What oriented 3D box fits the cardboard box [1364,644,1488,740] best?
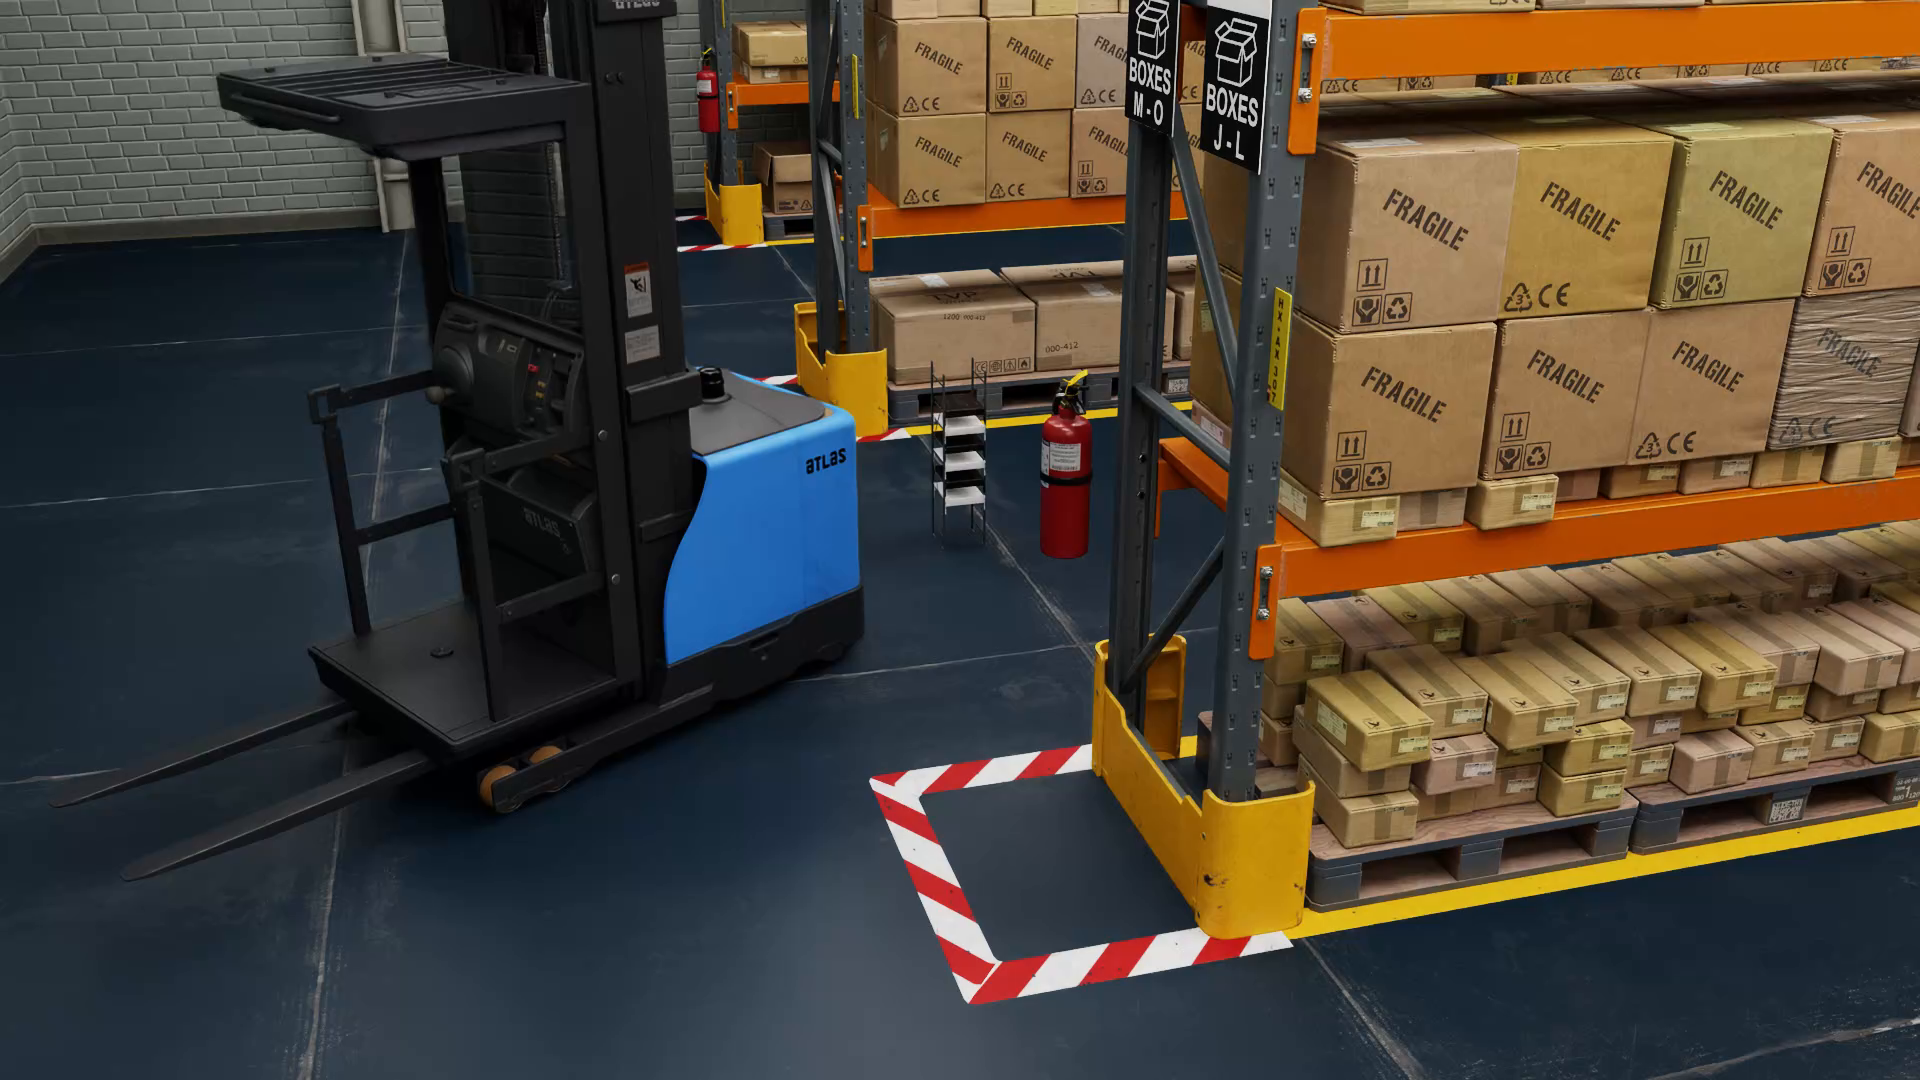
[{"bbox_3d":[1.558,0.509,5.588,0.250,0.149,0.380,-6,24,-13],"label":"cardboard box"}]

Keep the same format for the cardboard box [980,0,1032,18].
[{"bbox_3d":[0.226,-2.977,9.166,0.250,0.149,0.380,-6,24,-13],"label":"cardboard box"}]

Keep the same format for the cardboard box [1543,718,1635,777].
[{"bbox_3d":[2.070,0.636,5.670,0.250,0.149,0.380,-6,24,-13],"label":"cardboard box"}]

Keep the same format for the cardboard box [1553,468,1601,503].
[{"bbox_3d":[1.849,-0.258,5.366,0.250,0.149,0.380,-5,24,-12],"label":"cardboard box"}]

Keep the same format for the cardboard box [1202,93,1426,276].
[{"bbox_3d":[1.102,-1.118,5.280,0.500,0.500,0.500,-7,24,-15],"label":"cardboard box"}]

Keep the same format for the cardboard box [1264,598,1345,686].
[{"bbox_3d":[1.170,0.358,5.939,0.250,0.149,0.380,-6,24,-14],"label":"cardboard box"}]

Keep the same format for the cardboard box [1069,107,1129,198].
[{"bbox_3d":[0.808,-2.301,9.682,0.500,0.500,0.500,-6,24,-15],"label":"cardboard box"}]

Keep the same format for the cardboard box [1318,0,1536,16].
[{"bbox_3d":[1.230,-1.593,4.545,0.500,0.250,0.500,-5,24,-12],"label":"cardboard box"}]

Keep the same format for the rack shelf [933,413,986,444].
[{"bbox_3d":[-0.008,-0.547,8.013,0.200,0.077,0.258,-6,24,-14],"label":"rack shelf"}]

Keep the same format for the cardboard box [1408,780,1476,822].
[{"bbox_3d":[1.550,0.791,5.685,0.250,0.149,0.380,-6,24,-15],"label":"cardboard box"}]

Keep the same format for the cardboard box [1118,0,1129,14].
[{"bbox_3d":[0.964,-3.070,9.384,0.250,0.149,0.380,-6,24,-14],"label":"cardboard box"}]

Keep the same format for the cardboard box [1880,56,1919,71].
[{"bbox_3d":[6.078,-3.347,10.851,0.500,0.500,0.500,-6,24,-13],"label":"cardboard box"}]

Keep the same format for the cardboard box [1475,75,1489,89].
[{"bbox_3d":[3.505,-2.927,10.825,0.500,0.250,0.500,-6,24,-14],"label":"cardboard box"}]

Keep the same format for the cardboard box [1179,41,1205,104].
[{"bbox_3d":[1.303,-2.819,9.620,0.500,0.500,0.500,-6,24,-14],"label":"cardboard box"}]

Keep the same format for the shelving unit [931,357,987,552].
[{"bbox_3d":[-0.008,-0.413,8.071,0.210,0.900,0.258,-6,24,-14],"label":"shelving unit"}]

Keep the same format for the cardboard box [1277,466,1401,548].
[{"bbox_3d":[1.129,-0.127,5.061,0.250,0.149,0.380,-7,24,-15],"label":"cardboard box"}]

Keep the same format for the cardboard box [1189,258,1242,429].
[{"bbox_3d":[1.092,-0.661,5.482,0.500,0.500,0.500,-6,24,-13],"label":"cardboard box"}]

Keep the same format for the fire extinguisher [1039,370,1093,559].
[{"bbox_3d":[0.362,-0.274,5.656,0.183,0.674,0.296,-6,24,-14],"label":"fire extinguisher"}]

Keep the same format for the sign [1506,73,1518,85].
[{"bbox_3d":[3.297,-2.851,9.892,0.005,0.325,0.100,-6,24,-14],"label":"sign"}]

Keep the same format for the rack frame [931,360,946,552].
[{"bbox_3d":[-0.106,-0.402,8.045,0.006,0.900,0.240,-6,24,-14],"label":"rack frame"}]

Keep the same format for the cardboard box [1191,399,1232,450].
[{"bbox_3d":[0.967,-0.359,5.602,0.250,0.149,0.380,-6,24,-14],"label":"cardboard box"}]

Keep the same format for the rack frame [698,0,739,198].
[{"bbox_3d":[-2.050,-4.085,13.967,0.127,3.000,1.000,-6,24,-14],"label":"rack frame"}]

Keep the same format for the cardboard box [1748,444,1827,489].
[{"bbox_3d":[2.618,-0.313,5.494,0.250,0.149,0.380,-5,24,-12],"label":"cardboard box"}]

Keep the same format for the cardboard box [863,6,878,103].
[{"bbox_3d":[-0.306,-2.849,9.690,0.500,0.500,0.500,-6,24,-13],"label":"cardboard box"}]

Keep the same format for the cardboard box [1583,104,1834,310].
[{"bbox_3d":[2.224,-1.025,5.063,0.500,0.500,0.500,-7,24,-16],"label":"cardboard box"}]

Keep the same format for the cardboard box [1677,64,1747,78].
[{"bbox_3d":[4.613,-3.188,10.480,0.500,0.500,0.500,-7,24,-16],"label":"cardboard box"}]

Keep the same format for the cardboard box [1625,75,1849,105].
[{"bbox_3d":[2.597,-1.288,5.677,0.500,0.500,0.500,-7,24,-16],"label":"cardboard box"}]

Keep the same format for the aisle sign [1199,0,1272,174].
[{"bbox_3d":[0.740,-1.406,4.425,0.004,0.787,0.394,-6,24,-14],"label":"aisle sign"}]

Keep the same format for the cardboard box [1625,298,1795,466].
[{"bbox_3d":[2.219,-0.572,5.276,0.500,0.500,0.500,-6,24,-14],"label":"cardboard box"}]

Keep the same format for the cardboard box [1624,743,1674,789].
[{"bbox_3d":[2.283,0.713,5.867,0.250,0.149,0.380,-6,24,-14],"label":"cardboard box"}]

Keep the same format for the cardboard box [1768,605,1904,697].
[{"bbox_3d":[3.072,0.388,5.869,0.250,0.149,0.380,-7,24,-16],"label":"cardboard box"}]

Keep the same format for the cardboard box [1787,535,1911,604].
[{"bbox_3d":[3.436,0.132,6.467,0.250,0.149,0.380,-7,24,-16],"label":"cardboard box"}]

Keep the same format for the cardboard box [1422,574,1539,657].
[{"bbox_3d":[1.909,0.274,6.136,0.250,0.149,0.380,-7,24,-16],"label":"cardboard box"}]

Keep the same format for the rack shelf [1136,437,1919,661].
[{"bbox_3d":[2.655,-0.215,5.860,4.000,0.370,1.077,-6,24,-14],"label":"rack shelf"}]

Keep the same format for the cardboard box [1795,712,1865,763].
[{"bbox_3d":[3.029,0.642,6.033,0.250,0.149,0.380,-6,24,-13],"label":"cardboard box"}]

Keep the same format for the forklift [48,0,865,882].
[{"bbox_3d":[-1.796,-0.596,5.921,1.130,2.935,3.031,21,31,40],"label":"forklift"}]

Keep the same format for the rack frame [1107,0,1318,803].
[{"bbox_3d":[0.729,-0.333,5.222,0.127,3.000,1.000,-6,24,-14],"label":"rack frame"}]

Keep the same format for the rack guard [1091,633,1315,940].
[{"bbox_3d":[0.802,0.808,5.733,0.348,0.500,1.175,-6,24,-14],"label":"rack guard"}]

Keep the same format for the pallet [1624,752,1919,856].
[{"bbox_3d":[2.766,0.739,6.260,1.213,0.211,1.003,-6,24,-14],"label":"pallet"}]

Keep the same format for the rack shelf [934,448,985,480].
[{"bbox_3d":[-0.008,-0.382,8.084,0.200,0.077,0.258,-6,24,-14],"label":"rack shelf"}]

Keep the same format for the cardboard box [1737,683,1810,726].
[{"bbox_3d":[2.812,0.502,5.982,0.250,0.149,0.380,-5,24,-12],"label":"cardboard box"}]

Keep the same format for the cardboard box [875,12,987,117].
[{"bbox_3d":[-0.166,-2.650,9.227,0.500,0.500,0.500,-7,24,-16],"label":"cardboard box"}]

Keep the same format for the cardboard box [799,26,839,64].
[{"bbox_3d":[-1.055,-4.153,13.938,0.500,0.250,0.500,-6,24,-14],"label":"cardboard box"}]

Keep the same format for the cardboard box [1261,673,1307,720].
[{"bbox_3d":[1.160,0.483,6.026,0.250,0.149,0.380,-7,24,-16],"label":"cardboard box"}]

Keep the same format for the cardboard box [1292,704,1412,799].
[{"bbox_3d":[1.303,0.689,5.545,0.250,0.149,0.380,-5,24,-12],"label":"cardboard box"}]

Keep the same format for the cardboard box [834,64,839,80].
[{"bbox_3d":[-1.183,-3.987,14.056,0.250,0.149,0.380,-7,24,-15],"label":"cardboard box"}]

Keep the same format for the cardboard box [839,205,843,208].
[{"bbox_3d":[-1.016,-3.028,14.586,0.250,0.149,0.380,-7,24,-16],"label":"cardboard box"}]

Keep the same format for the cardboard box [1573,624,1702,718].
[{"bbox_3d":[2.321,0.447,5.732,0.250,0.149,0.380,-5,24,-12],"label":"cardboard box"}]

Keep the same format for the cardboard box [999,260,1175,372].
[{"bbox_3d":[0.782,-1.426,10.486,0.875,0.438,0.875,-6,24,-13],"label":"cardboard box"}]

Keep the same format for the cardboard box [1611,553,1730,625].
[{"bbox_3d":[2.681,0.200,6.309,0.250,0.149,0.380,-6,24,-14],"label":"cardboard box"}]

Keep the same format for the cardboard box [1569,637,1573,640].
[{"bbox_3d":[2.155,0.367,6.296,0.250,0.149,0.380,-6,24,-14],"label":"cardboard box"}]

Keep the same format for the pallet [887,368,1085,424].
[{"bbox_3d":[0.043,-1.035,10.394,1.213,0.211,1.003,-6,24,-14],"label":"pallet"}]
